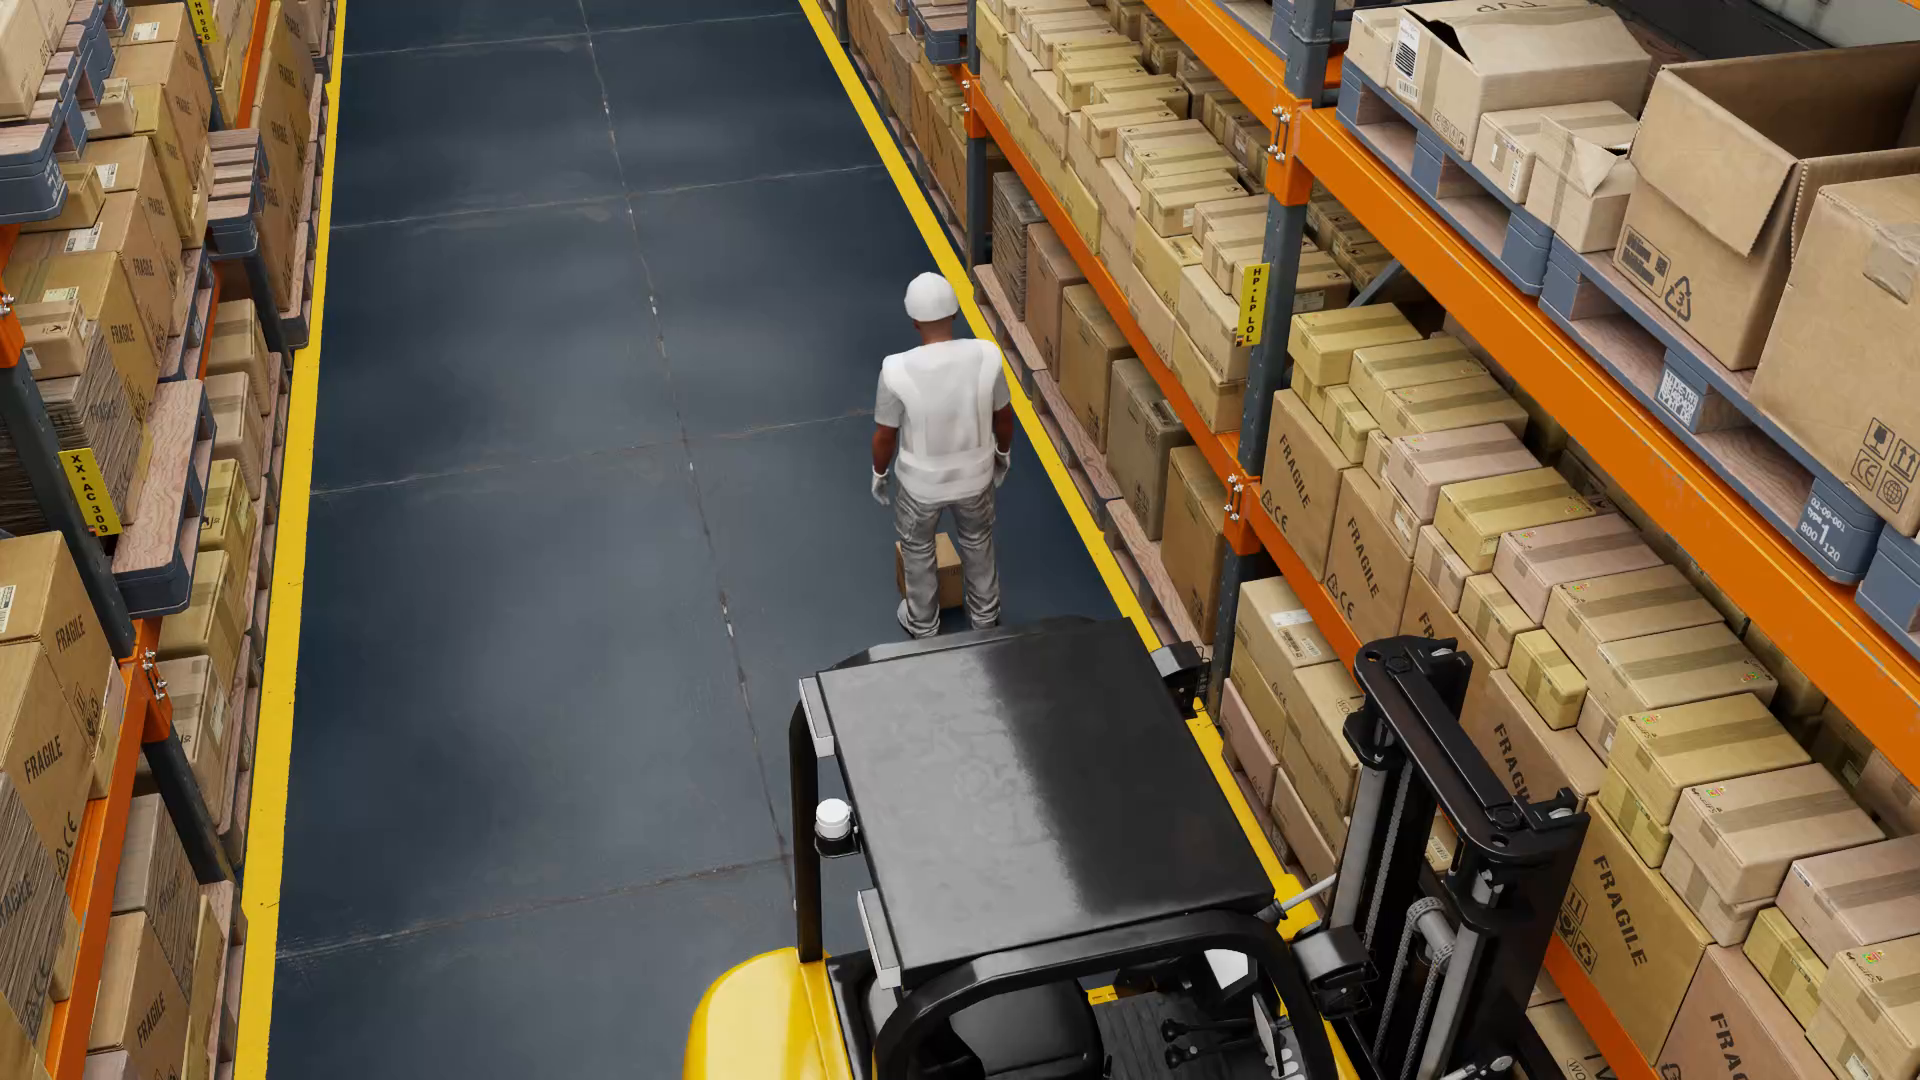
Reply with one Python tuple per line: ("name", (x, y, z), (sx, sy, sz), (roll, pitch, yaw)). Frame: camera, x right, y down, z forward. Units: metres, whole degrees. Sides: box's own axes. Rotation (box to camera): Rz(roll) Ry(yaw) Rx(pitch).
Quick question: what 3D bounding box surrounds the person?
("person", (-0.074, -0.312, 7.107), (0.620, 1.774, 0.453), (-10, 39, -12))
